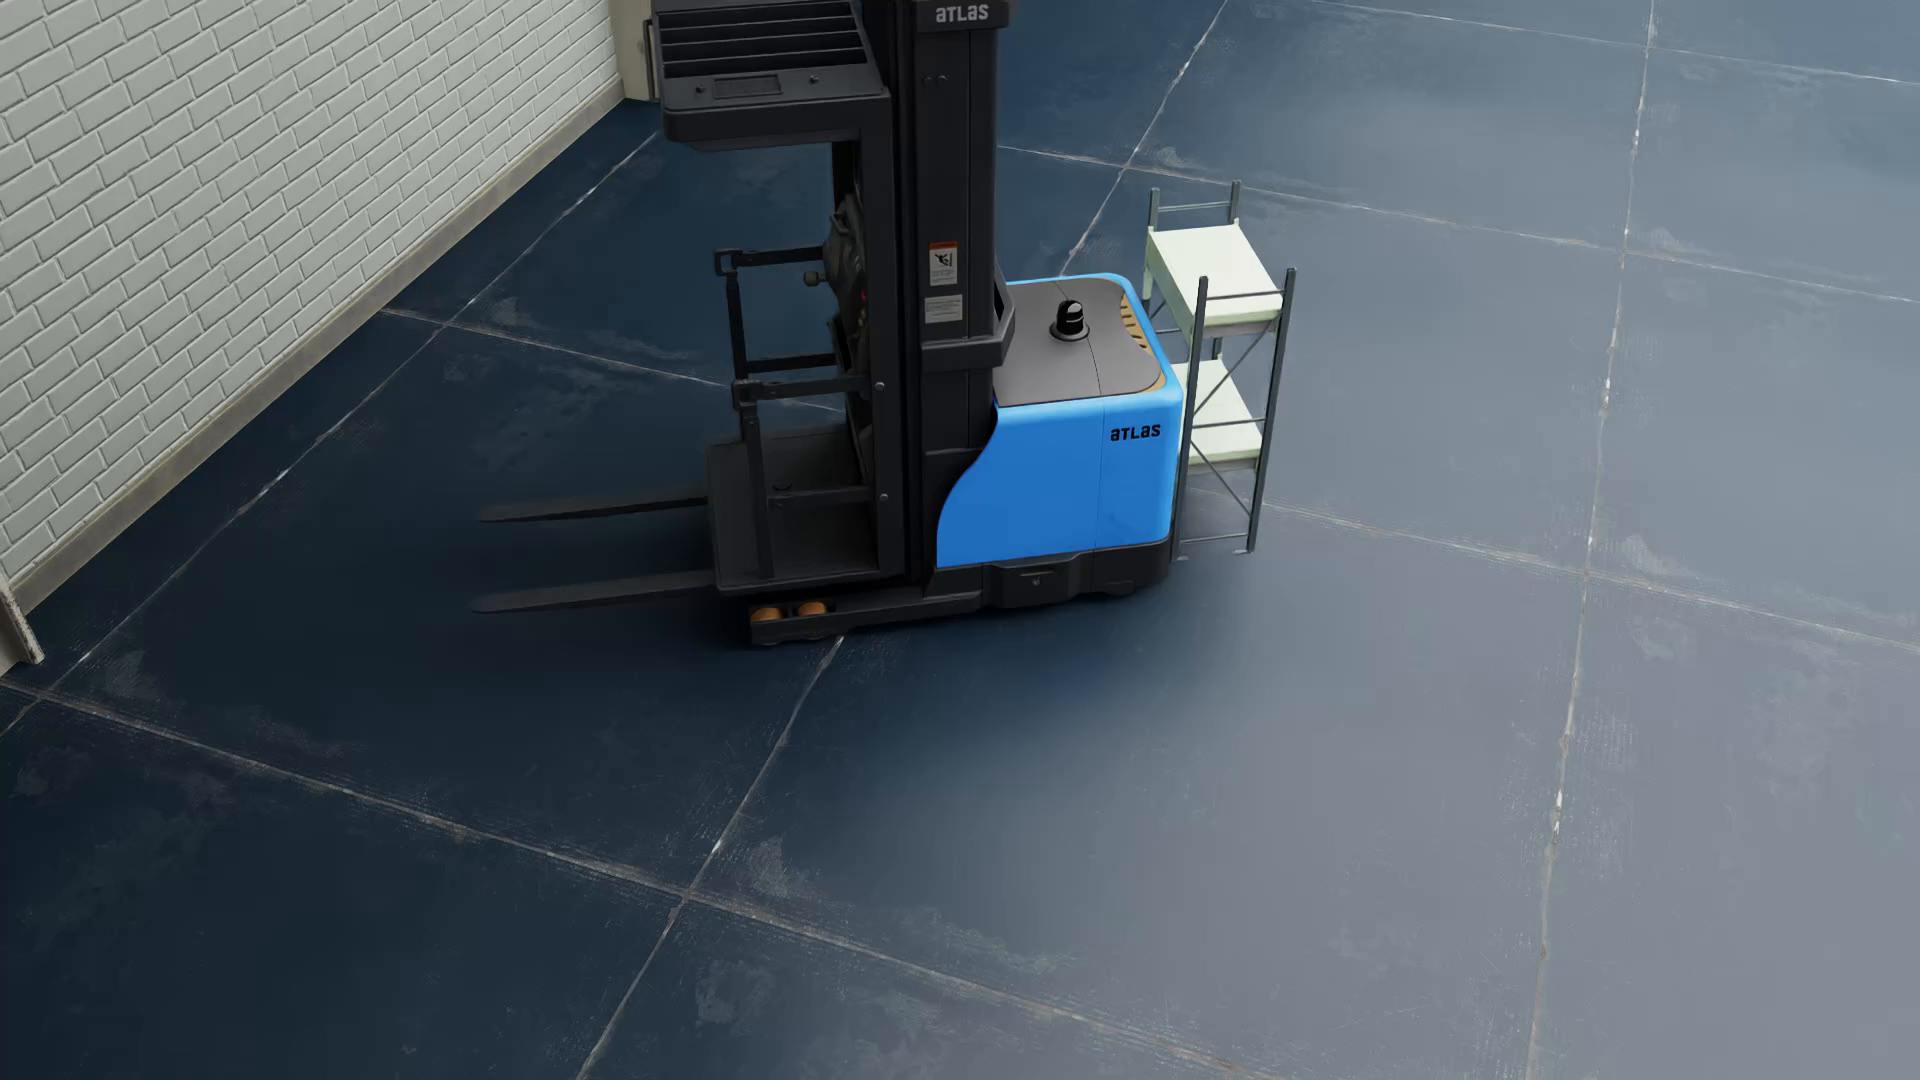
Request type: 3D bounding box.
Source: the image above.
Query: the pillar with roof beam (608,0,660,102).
[{"bbox_3d":[1.970,-5.544,7.268,9.100,9.000,0.400,13,42,15],"label":"pillar with roof beam"}]

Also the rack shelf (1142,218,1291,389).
[{"bbox_3d":[1.087,-1.028,7.152,0.431,0.370,0.720,-7,41,-8],"label":"rack shelf"}]

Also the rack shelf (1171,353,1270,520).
[{"bbox_3d":[1.087,-0.483,7.617,0.431,0.370,0.720,-7,41,-8],"label":"rack shelf"}]

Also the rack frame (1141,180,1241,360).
[{"bbox_3d":[1.022,-0.965,7.679,0.400,1.500,0.023,-7,41,-8],"label":"rack frame"}]

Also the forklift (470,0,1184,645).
[{"bbox_3d":[-0.635,-1.034,6.657,3.031,2.935,1.130,-7,41,-8],"label":"forklift"}]

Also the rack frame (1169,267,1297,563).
[{"bbox_3d":[1.152,-0.497,7.131,0.400,1.500,0.023,-7,41,-8],"label":"rack frame"}]

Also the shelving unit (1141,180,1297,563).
[{"bbox_3d":[1.087,-0.731,7.405,0.431,1.500,0.755,-7,41,-8],"label":"shelving unit"}]
